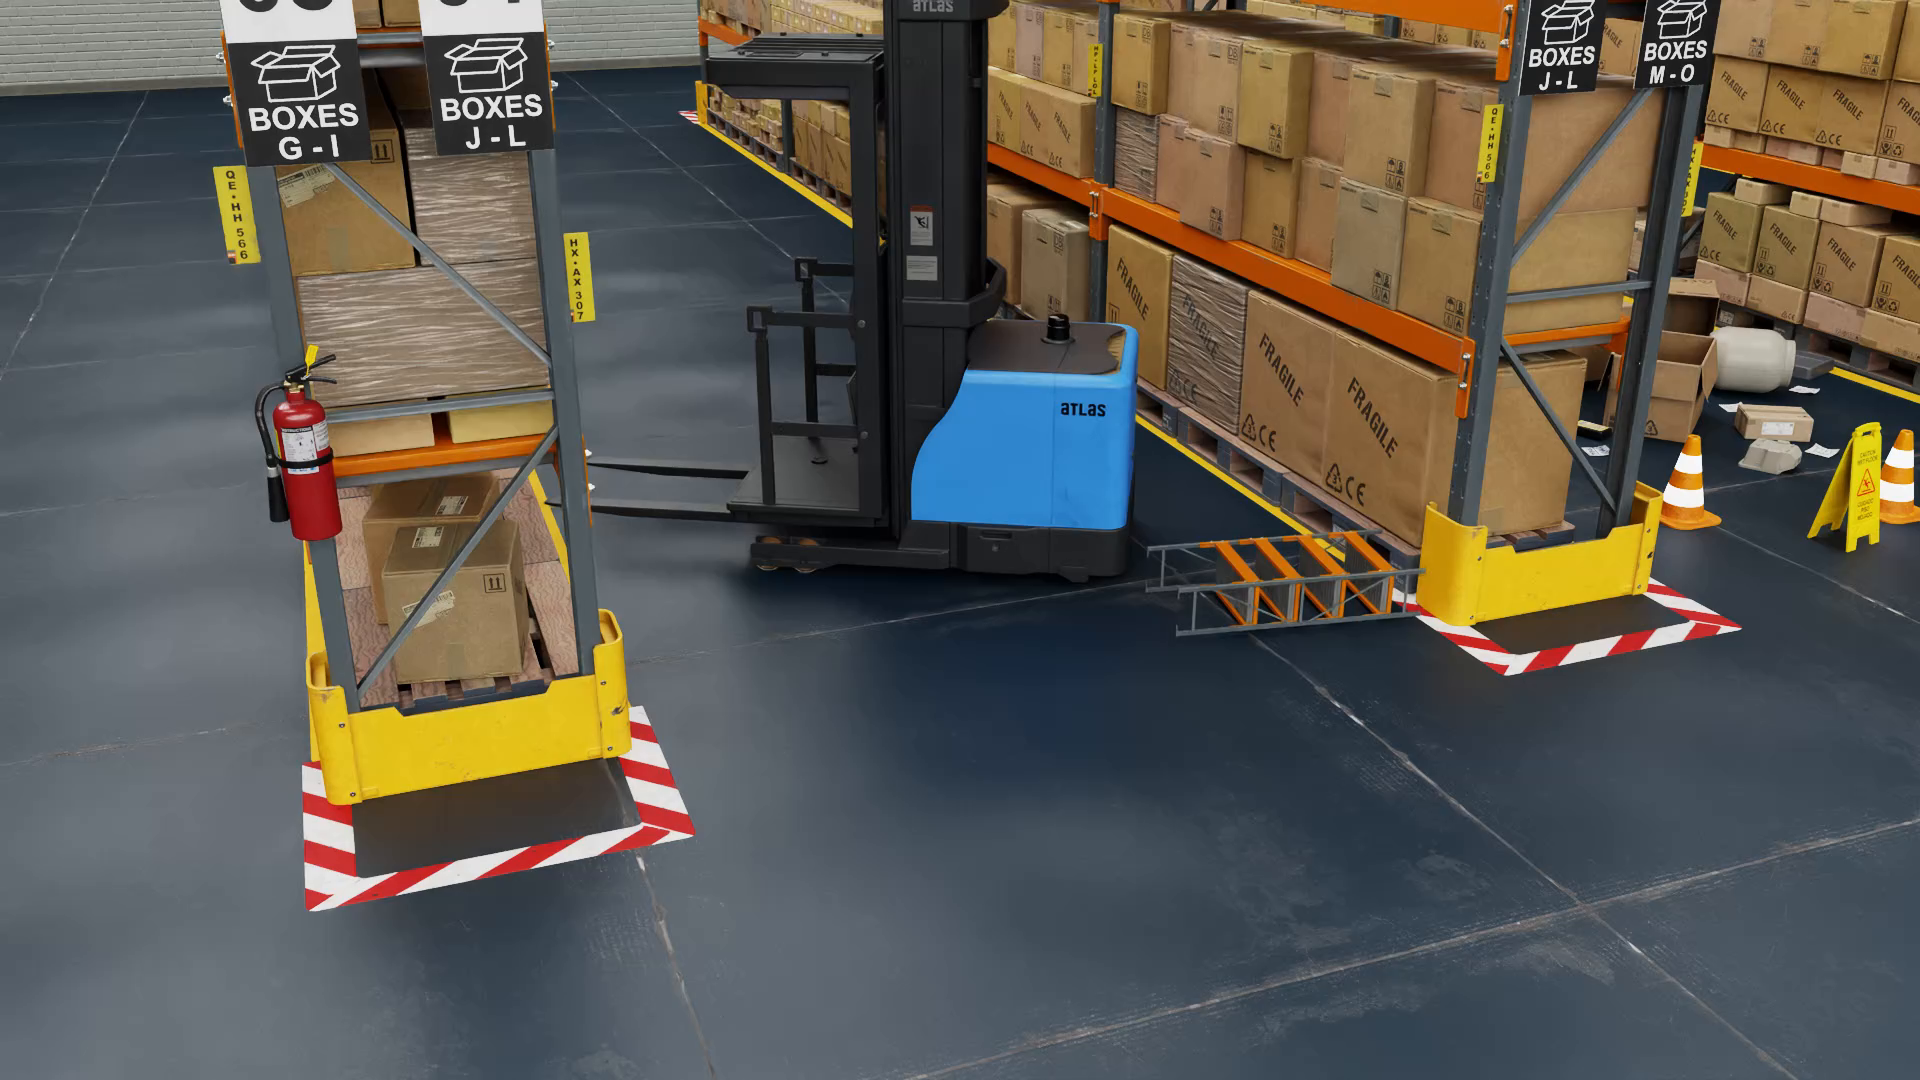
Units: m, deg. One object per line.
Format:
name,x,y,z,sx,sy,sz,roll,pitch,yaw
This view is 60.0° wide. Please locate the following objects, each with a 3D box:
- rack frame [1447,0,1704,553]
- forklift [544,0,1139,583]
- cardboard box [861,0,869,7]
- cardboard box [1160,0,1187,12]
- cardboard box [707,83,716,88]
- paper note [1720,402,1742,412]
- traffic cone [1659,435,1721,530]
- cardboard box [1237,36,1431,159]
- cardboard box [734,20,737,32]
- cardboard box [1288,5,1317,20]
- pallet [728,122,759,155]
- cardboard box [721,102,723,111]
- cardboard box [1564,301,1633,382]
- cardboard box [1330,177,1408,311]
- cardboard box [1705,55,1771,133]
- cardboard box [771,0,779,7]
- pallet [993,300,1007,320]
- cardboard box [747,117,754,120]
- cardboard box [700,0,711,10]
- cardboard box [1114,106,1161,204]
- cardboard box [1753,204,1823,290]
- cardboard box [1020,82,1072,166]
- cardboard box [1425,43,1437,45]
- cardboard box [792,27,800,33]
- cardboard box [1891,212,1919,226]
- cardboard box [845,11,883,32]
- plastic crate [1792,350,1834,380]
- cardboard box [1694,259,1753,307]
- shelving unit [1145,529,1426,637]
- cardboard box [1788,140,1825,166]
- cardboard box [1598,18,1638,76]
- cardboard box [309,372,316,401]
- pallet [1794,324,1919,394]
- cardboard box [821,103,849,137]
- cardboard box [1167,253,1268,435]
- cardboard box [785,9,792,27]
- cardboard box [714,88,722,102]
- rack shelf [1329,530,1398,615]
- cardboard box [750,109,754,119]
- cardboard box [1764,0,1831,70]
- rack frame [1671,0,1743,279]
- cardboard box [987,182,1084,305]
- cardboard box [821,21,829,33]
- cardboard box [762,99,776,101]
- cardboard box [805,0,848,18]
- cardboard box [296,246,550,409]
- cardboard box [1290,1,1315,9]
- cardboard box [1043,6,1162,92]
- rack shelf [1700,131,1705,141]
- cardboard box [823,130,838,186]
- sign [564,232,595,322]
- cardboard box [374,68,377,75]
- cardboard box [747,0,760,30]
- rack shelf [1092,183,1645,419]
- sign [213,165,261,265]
rack frame,2.782,-1.121,7.547,1.000,3.000,0.127,-8,24,-19
forklift,-0.618,-1.384,8.261,3.031,2.935,1.130,3,23,7
cardboard box,-0.772,-5.337,16.568,0.380,0.149,0.250,-9,25,-21
cardboard box,2.735,-6.377,19.888,0.500,0.500,0.500,-8,24,-19
cardboard box,-3.003,-5.852,21.135,0.380,0.149,0.250,-10,25,-21
paper note,5.021,-0.863,10.773,0.148,0.019,0.142,0,23,-1
traffic cone,3.922,-0.340,8.960,0.336,0.463,0.334,-8,24,-19
cardboard box,2.026,-2.412,9.027,0.875,0.550,0.500,-8,24,-19
cardboard box,-2.464,-6.096,19.675,0.380,0.149,0.250,-7,24,-17
cardboard box,3.757,-5.415,17.285,0.500,0.250,0.500,-9,24,-20
pallet,-2.163,-4.879,20.055,1.003,0.211,1.213,-8,24,-19
cardboard box,-2.816,-5.496,21.058,0.380,0.149,0.250,-8,24,-19
cardboard box,4.050,-1.379,11.198,0.797,0.637,0.503,-8,24,-19
cardboard box,2.393,-1.516,8.291,0.875,0.550,0.550,-8,24,-19
cardboard box,5.858,-3.275,12.147,0.500,0.500,0.500,-8,24,-19
cardboard box,-1.749,-5.627,17.255,0.380,0.149,0.250,-7,24,-16
pallet,0.591,-2.003,13.231,1.003,0.211,1.213,-8,24,-19
cardboard box,-2.310,-4.937,19.731,0.380,0.149,0.250,-8,24,-18
cardboard box,-2.971,-6.917,20.787,0.500,0.500,0.500,-7,24,-16
cardboard box,1.510,-2.511,10.652,0.875,0.550,0.550,-8,24,-19
cardboard box,6.120,-2.118,11.947,0.500,0.500,0.500,-7,24,-17
cardboard box,0.756,-2.957,11.775,0.500,0.500,0.500,-9,24,-20
cardboard box,4.560,-4.570,15.515,0.380,0.149,0.250,-10,25,-22
cardboard box,-1.473,-5.070,16.700,0.380,0.149,0.250,-8,24,-18
cardboard box,6.786,-2.014,11.701,0.500,0.500,0.500,-7,24,-16
cardboard box,-0.826,-4.682,15.012,0.380,0.149,0.250,-8,24,-17
plastic crate,5.751,-1.262,11.641,0.402,0.080,0.583,-18,29,-37
cardboard box,5.920,-1.965,12.550,0.500,0.250,0.500,-10,25,-21
shelving unit,1.533,0.194,7.912,1.200,0.258,0.503,-4,23,-10
cardboard box,6.090,-2.744,11.723,0.380,0.149,0.250,-8,24,-17
cardboard box,5.409,-3.983,13.286,0.500,0.500,0.500,-8,24,-19
cardboard box,-2.412,-0.611,6.662,0.380,0.149,0.250,-8,24,-19
pallet,6.669,-1.322,11.615,1.003,0.211,1.213,-8,24,-19
cardboard box,-1.077,-4.185,16.528,0.500,0.250,0.500,-7,24,-17
cardboard box,1.847,-1.224,9.986,0.875,0.875,0.875,-8,24,-19
cardboard box,-1.564,-5.302,16.867,0.380,0.149,0.250,-8,24,-18
cardboard box,-2.882,-5.619,20.965,0.380,0.149,0.250,-8,24,-19
rack shelf,1.920,0.166,7.978,0.148,0.258,0.480,-4,23,-10
cardboard box,-2.266,-5.055,19.628,0.380,0.149,0.250,-10,25,-21
cardboard box,6.076,-3.556,11.526,0.700,0.500,0.500,-8,24,-19
rack frame,5.964,-3.290,12.694,1.000,3.000,0.127,-8,24,-19
cardboard box,0.728,-2.295,12.690,1.050,0.750,0.750,-8,24,-19
cardboard box,-1.103,-4.828,15.743,0.380,0.149,0.250,-8,24,-18
cardboard box,-2.068,-5.011,19.140,0.380,0.149,0.250,-8,24,-17
cardboard box,-1.291,-5.157,16.140,0.380,0.149,0.250,-7,24,-17
cardboard box,-2.063,-0.864,6.426,0.875,0.500,0.500,-8,24,-19
cardboard box,3.765,-5.769,17.160,0.500,0.500,0.500,-8,24,-19
cardboard box,1.004,-3.447,11.651,0.700,0.500,0.500,-9,24,-20
rack shelf,5.257,-3.685,14.558,1.077,0.370,4.000,-8,24,-19
cardboard box,-1.059,-3.837,16.670,0.500,0.500,0.500,-8,24,-18
sign,-1.387,-0.951,6.029,0.100,0.325,0.005,-8,24,-19
cardboard box,-2.537,-2.085,8.037,0.500,0.500,0.500,-8,24,-19
cardboard box,-2.075,-5.990,18.588,0.500,0.500,0.500,-9,24,-20
rack shelf,2.075,-1.516,9.411,1.077,0.370,4.000,-8,24,-19
sign,-2.421,-1.087,5.570,0.100,0.325,0.005,-8,24,-19
